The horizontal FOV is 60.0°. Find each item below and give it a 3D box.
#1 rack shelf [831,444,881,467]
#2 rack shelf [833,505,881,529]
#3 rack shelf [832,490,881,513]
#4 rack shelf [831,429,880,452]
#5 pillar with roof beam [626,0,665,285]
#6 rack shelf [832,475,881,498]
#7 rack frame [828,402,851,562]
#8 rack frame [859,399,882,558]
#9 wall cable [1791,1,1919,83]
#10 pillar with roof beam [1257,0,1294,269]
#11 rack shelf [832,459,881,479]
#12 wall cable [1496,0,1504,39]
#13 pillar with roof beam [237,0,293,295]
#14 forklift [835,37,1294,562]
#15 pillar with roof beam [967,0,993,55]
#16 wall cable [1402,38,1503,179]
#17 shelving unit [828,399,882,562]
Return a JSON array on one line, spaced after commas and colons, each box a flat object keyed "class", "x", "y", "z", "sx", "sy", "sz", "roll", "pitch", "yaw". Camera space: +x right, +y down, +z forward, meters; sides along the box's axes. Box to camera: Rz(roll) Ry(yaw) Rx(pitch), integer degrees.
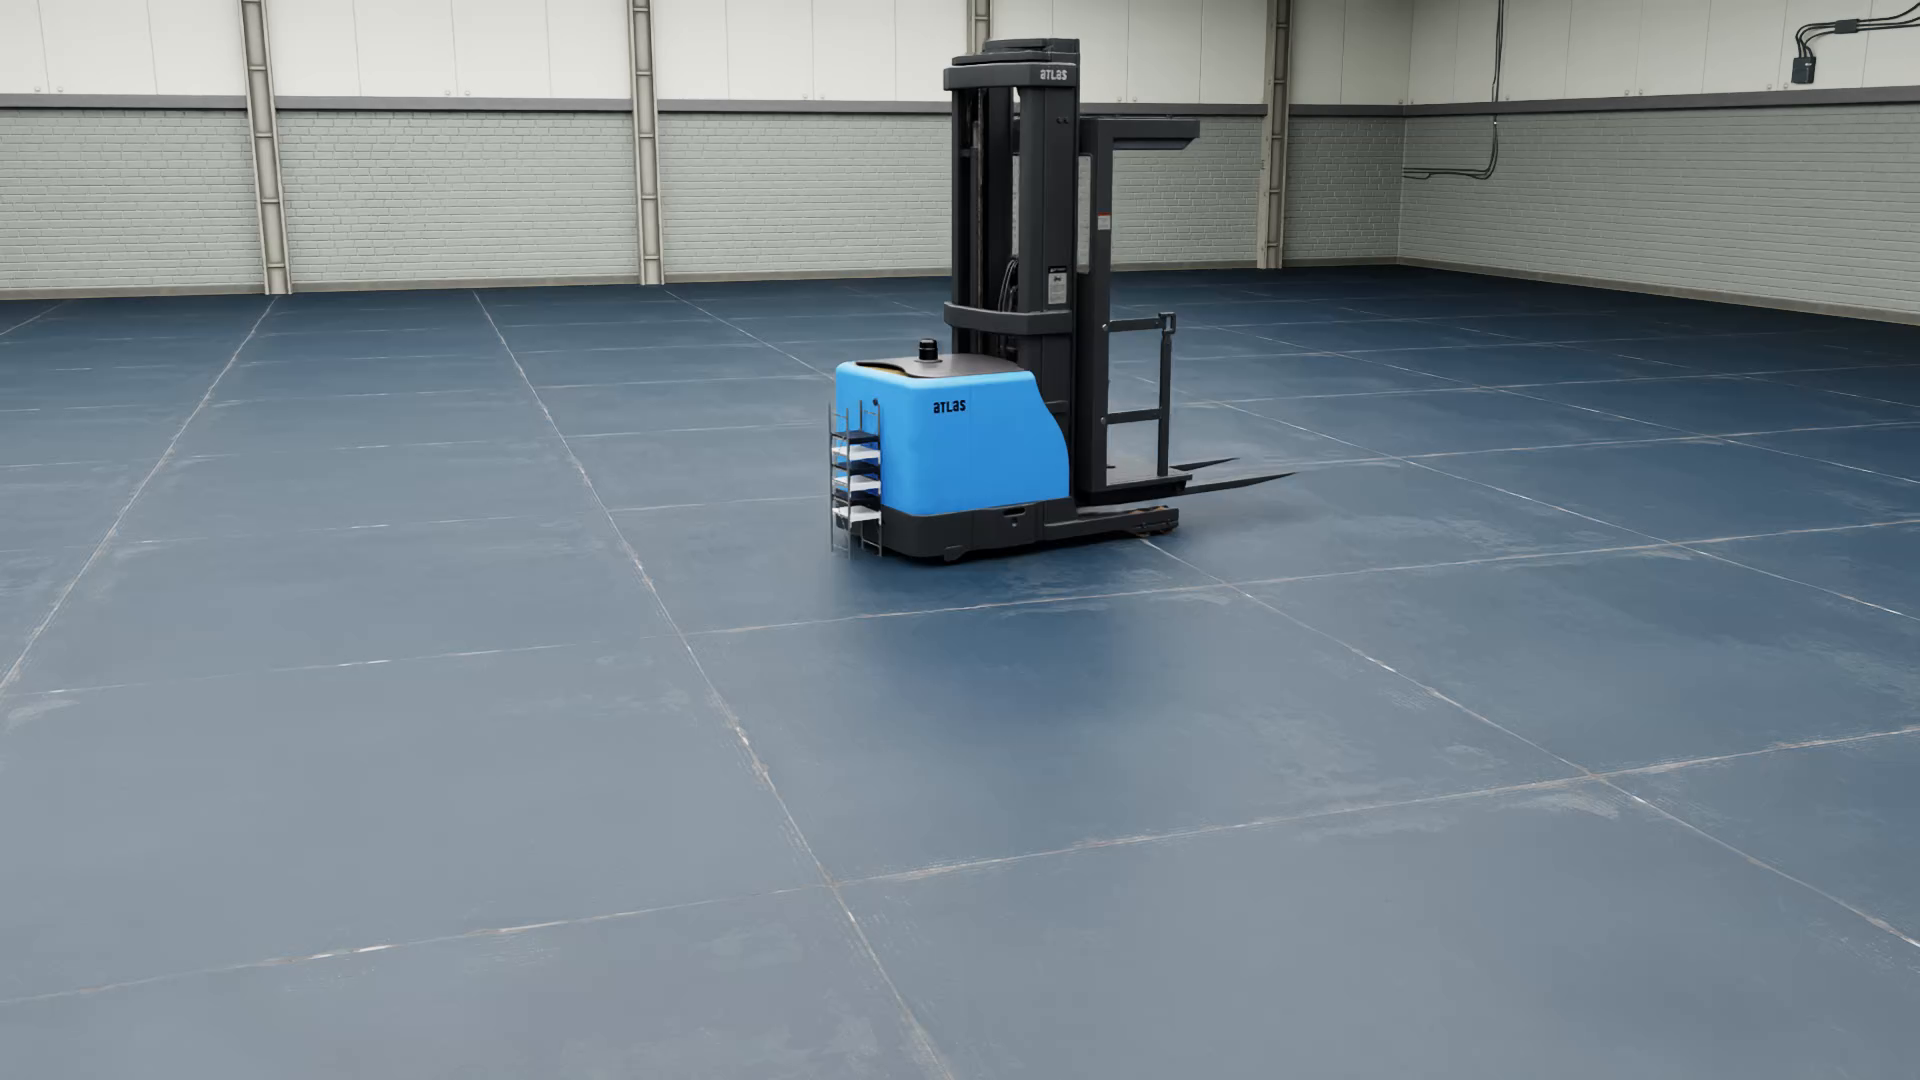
[{"class": "rack shelf", "x": -0.609, "y": -0.489, "z": 9.620, "sx": 0.200, "sy": 0.077, "sz": 0.258, "roll": -8, "pitch": 16, "yaw": -31}, {"class": "rack shelf", "x": -0.609, "y": -0.139, "z": 9.704, "sx": 0.200, "sy": 0.077, "sz": 0.258, "roll": -8, "pitch": 16, "yaw": -31}, {"class": "rack shelf", "x": -0.609, "y": -0.226, "z": 9.683, "sx": 0.200, "sy": 0.077, "sz": 0.258, "roll": -8, "pitch": 16, "yaw": -31}, {"class": "rack shelf", "x": -0.609, "y": -0.577, "z": 9.599, "sx": 0.200, "sy": 0.077, "sz": 0.258, "roll": -8, "pitch": 16, "yaw": -31}, {"class": "pillar with roof beam", "x": -3.961, "y": -7.866, "z": 23.766, "sx": 0.400, "sy": 9.000, "sz": 9.100, "roll": -4, "pitch": 14, "yaw": -18}, {"class": "rack shelf", "x": -0.609, "y": -0.314, "z": 9.662, "sx": 0.200, "sy": 0.077, "sz": 0.258, "roll": -8, "pitch": 16, "yaw": -31}, {"class": "rack frame", "x": -0.696, "y": -0.334, "z": 9.602, "sx": 0.006, "sy": 0.900, "sz": 0.240, "roll": -8, "pitch": 16, "yaw": -31}, {"class": "rack frame", "x": -0.523, "y": -0.359, "z": 9.707, "sx": 0.006, "sy": 0.900, "sz": 0.240, "roll": -8, "pitch": 16, "yaw": -31}, {"class": "wall cable", "x": 12.266, "y": -9.194, "z": 22.001, "sx": 0.169, "sy": 6.003, "sz": 2.305, "roll": -4, "pitch": 14, "yaw": -18}, {"class": "pillar with roof beam", "x": 7.413, "y": -8.752, "z": 27.489, "sx": 0.400, "sy": 9.000, "sz": 9.100, "roll": -4, "pitch": 14, "yaw": -18}, {"class": "rack shelf", "x": -0.609, "y": -0.401, "z": 9.641, "sx": 0.200, "sy": 0.077, "sz": 0.258, "roll": -8, "pitch": 16, "yaw": -31}, {"class": "wall cable", "x": 10.116, "y": -9.976, "z": 28.434, "sx": 0.112, "sy": 2.526, "sz": 3.097, "roll": -4, "pitch": 14, "yaw": -18}, {"class": "pillar with roof beam", "x": -9.647, "y": -7.423, "z": 21.904, "sx": 0.400, "sy": 9.000, "sz": 9.100, "roll": -4, "pitch": 14, "yaw": -18}, {"class": "forklift", "x": 0.761, "y": -1.536, "z": 10.265, "sx": 3.031, "sy": 2.935, "sz": 1.130, "roll": -8, "pitch": 16, "yaw": -31}, {"class": "pillar with roof beam", "x": 1.726, "y": -8.309, "z": 25.627, "sx": 0.400, "sy": 9.000, "sz": 9.100, "roll": -4, "pitch": 14, "yaw": -18}, {"class": "wall cable", "x": 9.254, "y": -8.113, "z": 31.513, "sx": 0.112, "sy": 2.526, "sz": 3.097, "roll": -4, "pitch": 14, "yaw": -18}, {"class": "shelving unit", "x": -0.609, "y": -0.346, "z": 9.654, "sx": 0.210, "sy": 0.900, "sz": 0.258, "roll": -8, "pitch": 16, "yaw": -31}]
